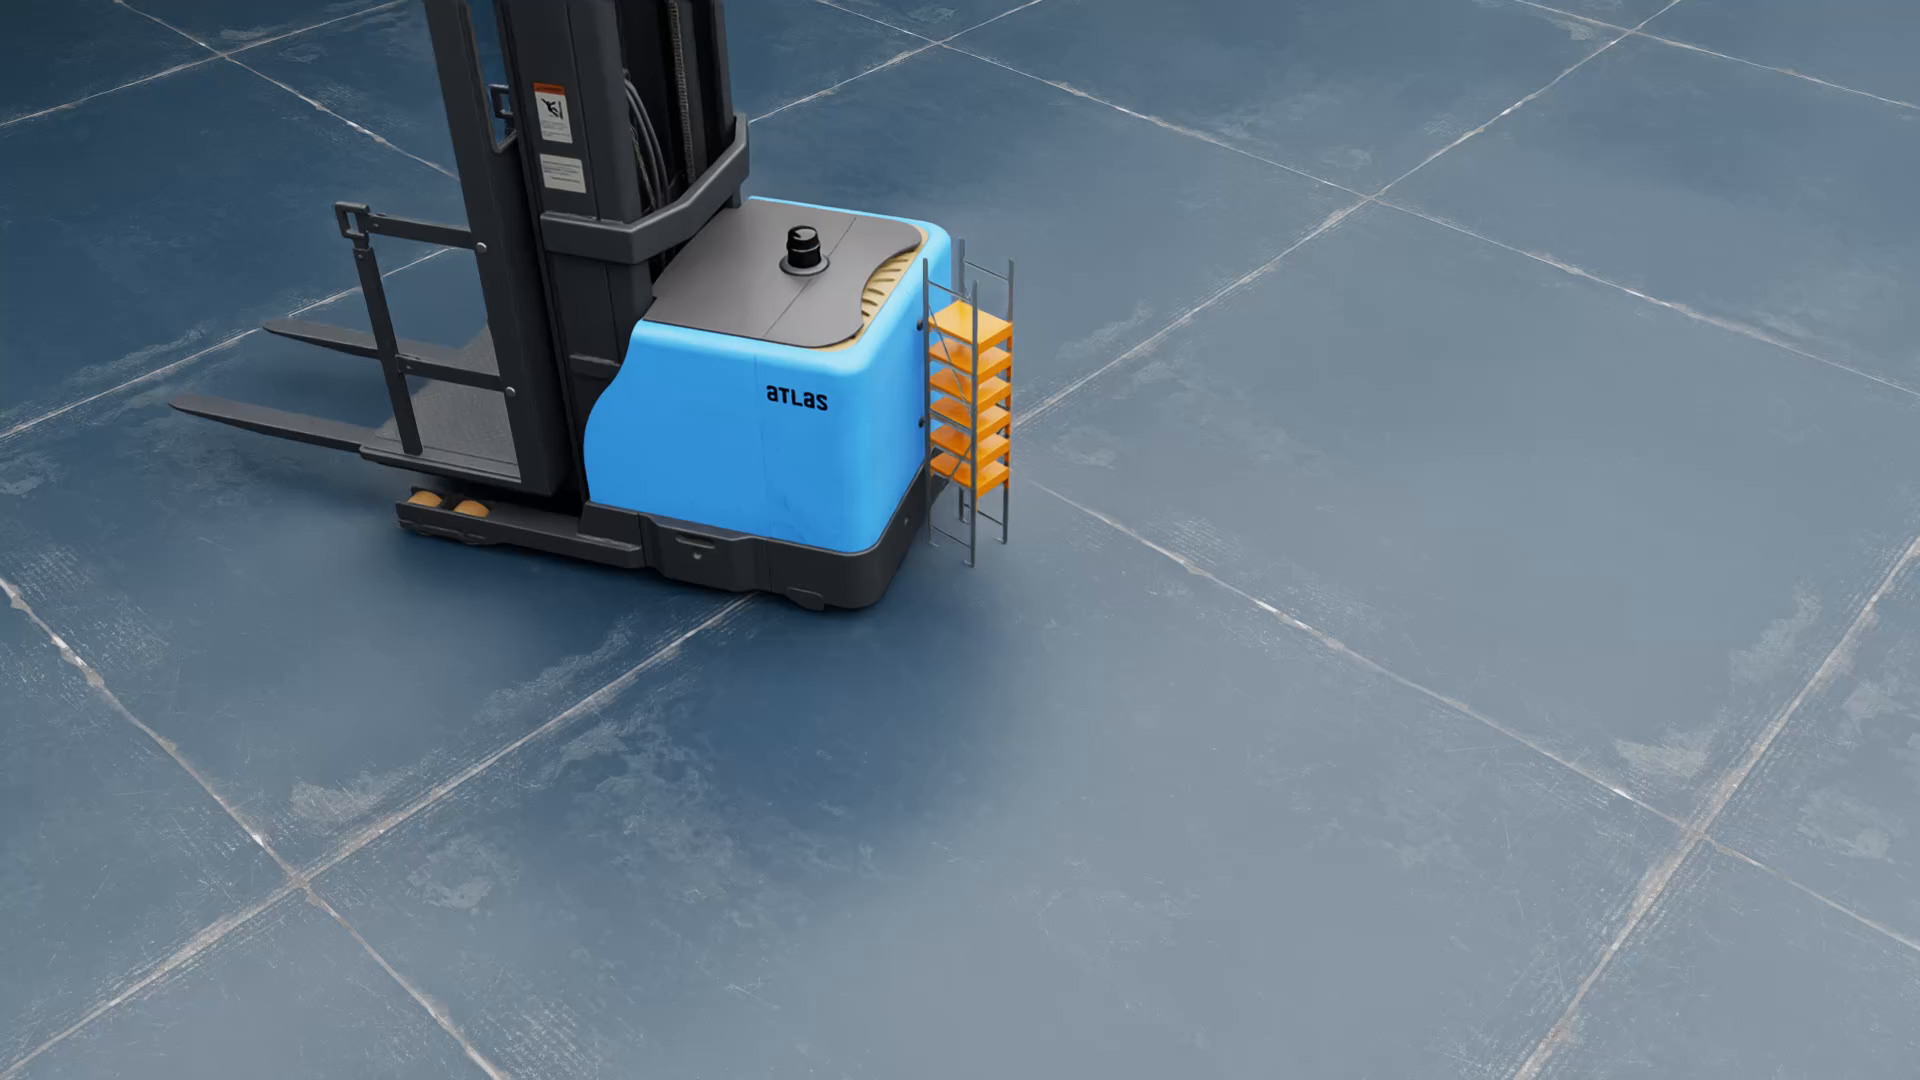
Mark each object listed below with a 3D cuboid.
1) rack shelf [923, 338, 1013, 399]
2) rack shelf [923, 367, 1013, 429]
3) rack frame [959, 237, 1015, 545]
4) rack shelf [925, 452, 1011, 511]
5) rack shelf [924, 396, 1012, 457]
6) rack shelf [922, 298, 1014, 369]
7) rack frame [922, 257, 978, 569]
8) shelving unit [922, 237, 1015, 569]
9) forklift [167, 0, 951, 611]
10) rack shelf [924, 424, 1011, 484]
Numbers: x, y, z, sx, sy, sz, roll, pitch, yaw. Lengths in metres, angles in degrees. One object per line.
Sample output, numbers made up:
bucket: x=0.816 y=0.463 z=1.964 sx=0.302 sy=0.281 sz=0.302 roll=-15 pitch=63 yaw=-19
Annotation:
rack shelf: x=0.027 y=-0.611 z=5.740 sx=0.258 sy=0.103 sz=0.180 roll=29 pitch=47 yaw=31
rack shelf: x=0.027 y=-0.517 z=5.814 sx=0.258 sy=0.103 sz=0.180 roll=29 pitch=47 yaw=31
rack frame: x=0.088 y=-0.500 z=5.915 sx=0.240 sy=1.200 sz=0.006 roll=29 pitch=47 yaw=31
rack shelf: x=0.027 y=-0.235 z=6.038 sx=0.258 sy=0.103 sz=0.180 roll=29 pitch=47 yaw=31
rack shelf: x=0.027 y=-0.423 z=5.889 sx=0.258 sy=0.103 sz=0.180 roll=29 pitch=47 yaw=31
rack shelf: x=0.028 y=-0.705 z=5.665 sx=0.258 sy=0.103 sz=0.180 roll=29 pitch=47 yaw=31
rack frame: x=-0.033 y=-0.415 z=5.808 sx=0.240 sy=1.200 sz=0.006 roll=29 pitch=47 yaw=31
shelving unit: x=0.027 y=-0.458 z=5.861 sx=0.258 sy=1.200 sz=0.189 roll=29 pitch=47 yaw=31
forklift: x=-1.593 y=-1.429 z=5.692 sx=3.031 sy=2.935 sz=1.130 roll=11 pitch=40 yaw=14
rack shelf: x=0.027 y=-0.329 z=5.964 sx=0.258 sy=0.103 sz=0.180 roll=29 pitch=47 yaw=31
